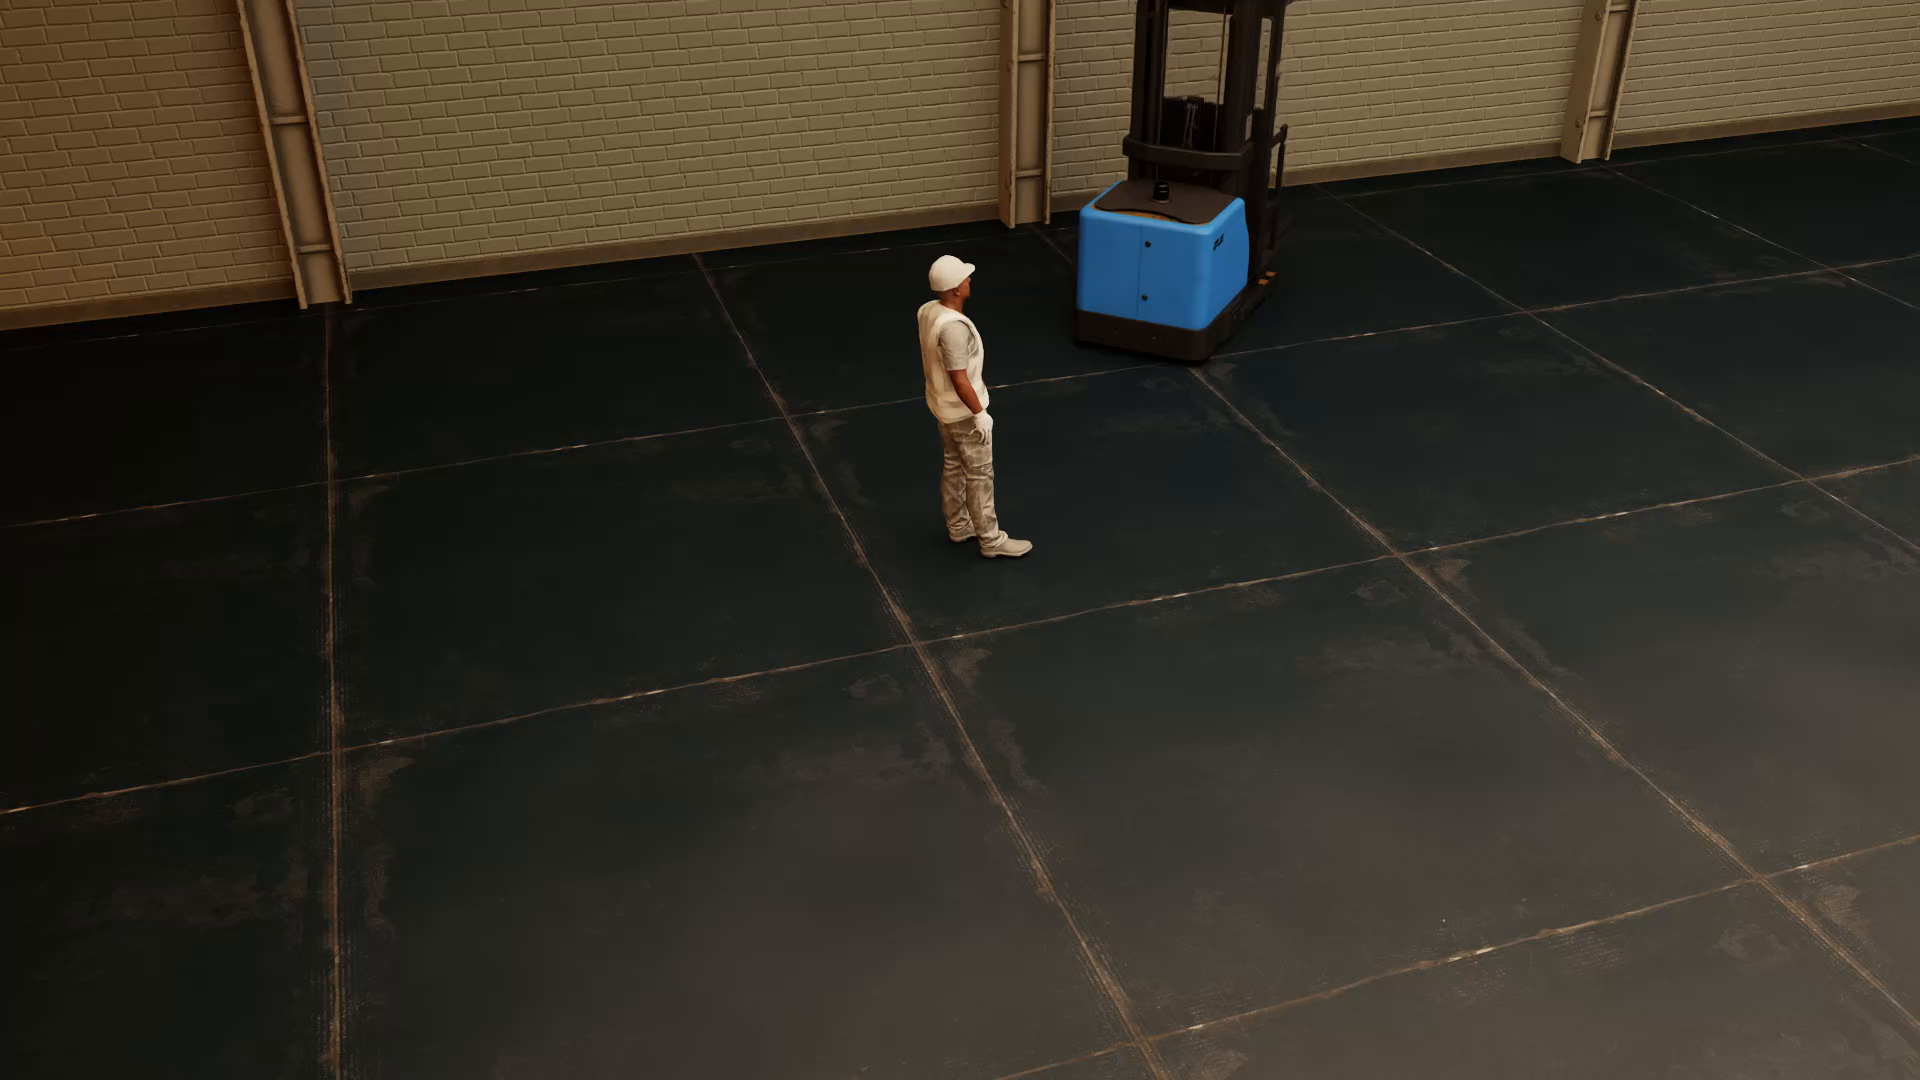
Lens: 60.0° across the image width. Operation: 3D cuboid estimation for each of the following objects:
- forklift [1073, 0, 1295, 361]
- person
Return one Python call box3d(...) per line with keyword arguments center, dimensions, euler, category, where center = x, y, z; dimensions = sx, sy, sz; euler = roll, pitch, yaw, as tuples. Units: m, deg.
box3d(center=(1.952, -3.290, 12.805), dimensions=(1.130, 2.935, 3.031), euler=(14, 33, 22), category="forklift")
box3d(center=(0.071, -0.787, 9.591), dimensions=(0.577, 1.781, 0.656), euler=(-10, 31, -16), category="person")
